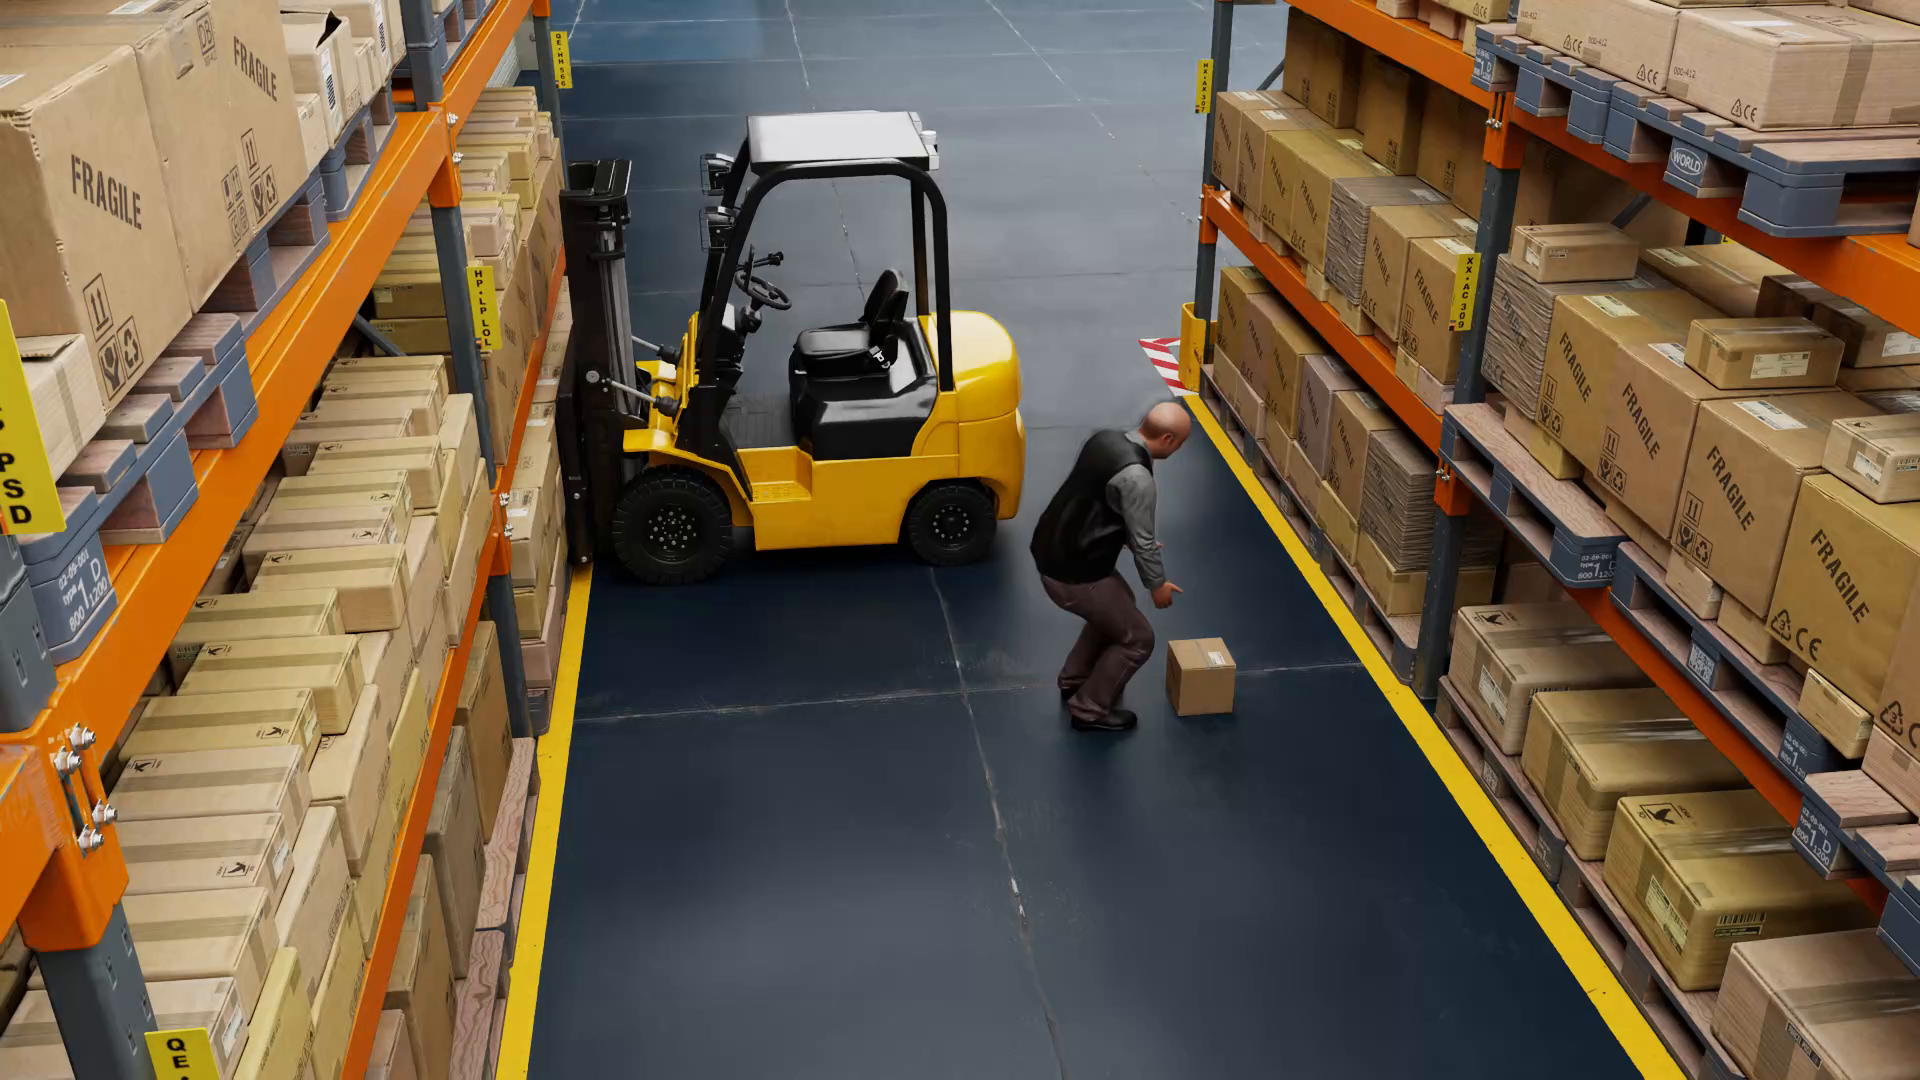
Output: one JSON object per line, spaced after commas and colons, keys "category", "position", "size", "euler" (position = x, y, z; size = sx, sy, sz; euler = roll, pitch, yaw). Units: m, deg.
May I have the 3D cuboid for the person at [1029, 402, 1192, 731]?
{"category": "person", "position": [0.642, 0.097, 7.250], "size": [0.670, 1.461, 0.590], "euler": [-3, 27, -7]}
